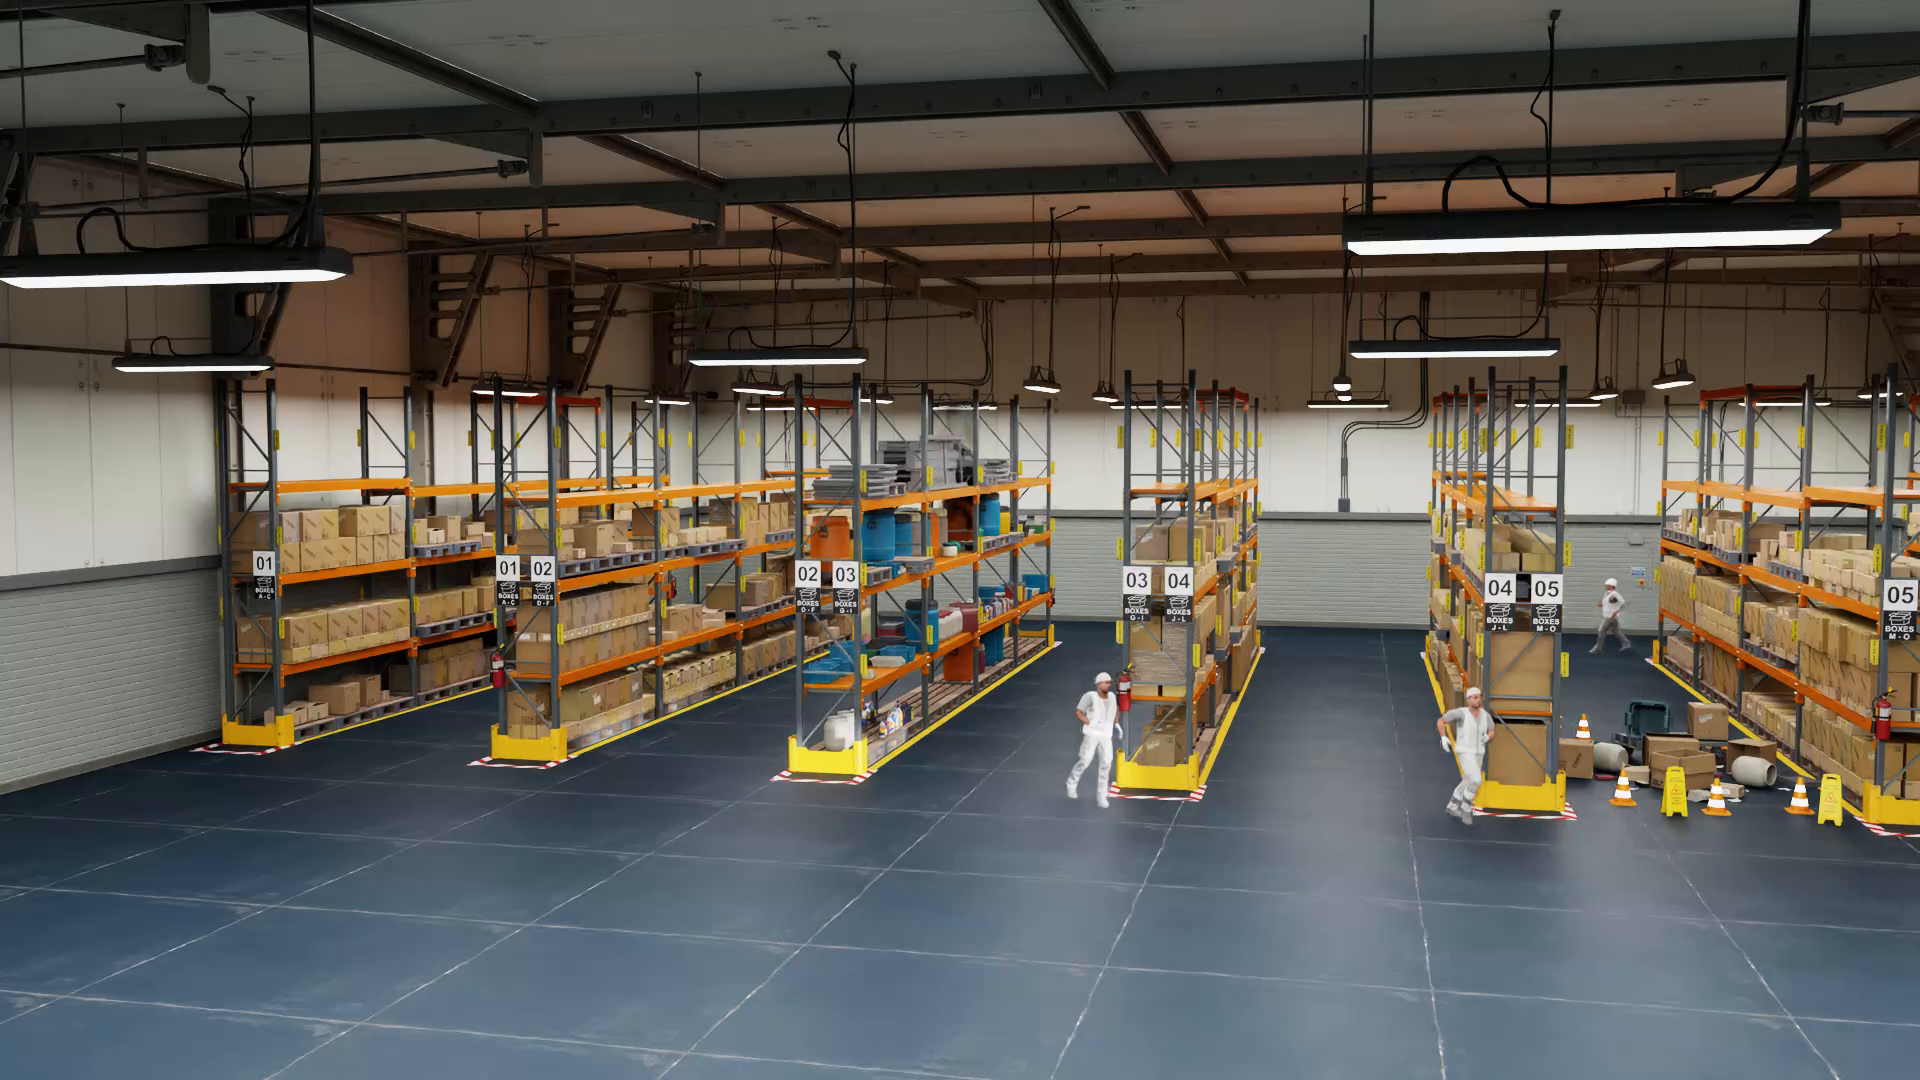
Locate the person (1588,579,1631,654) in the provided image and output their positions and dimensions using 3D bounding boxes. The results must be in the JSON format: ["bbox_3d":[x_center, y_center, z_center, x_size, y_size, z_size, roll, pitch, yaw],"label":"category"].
[{"bbox_3d":[15.177,1.784,38.760,0.944,1.777,0.685,1,4,14],"label":"person"}]

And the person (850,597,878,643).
[{"bbox_3d":[-2.070,2.033,35.557,0.547,1.663,0.663,0,3,7],"label":"person"}]

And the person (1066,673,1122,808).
[{"bbox_3d":[1.935,2.724,22.951,0.746,1.792,0.866,-2,4,-26],"label":"person"}]

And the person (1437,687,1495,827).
[{"bbox_3d":[6.660,2.815,21.746,0.686,1.783,0.692,-2,4,-24],"label":"person"}]
